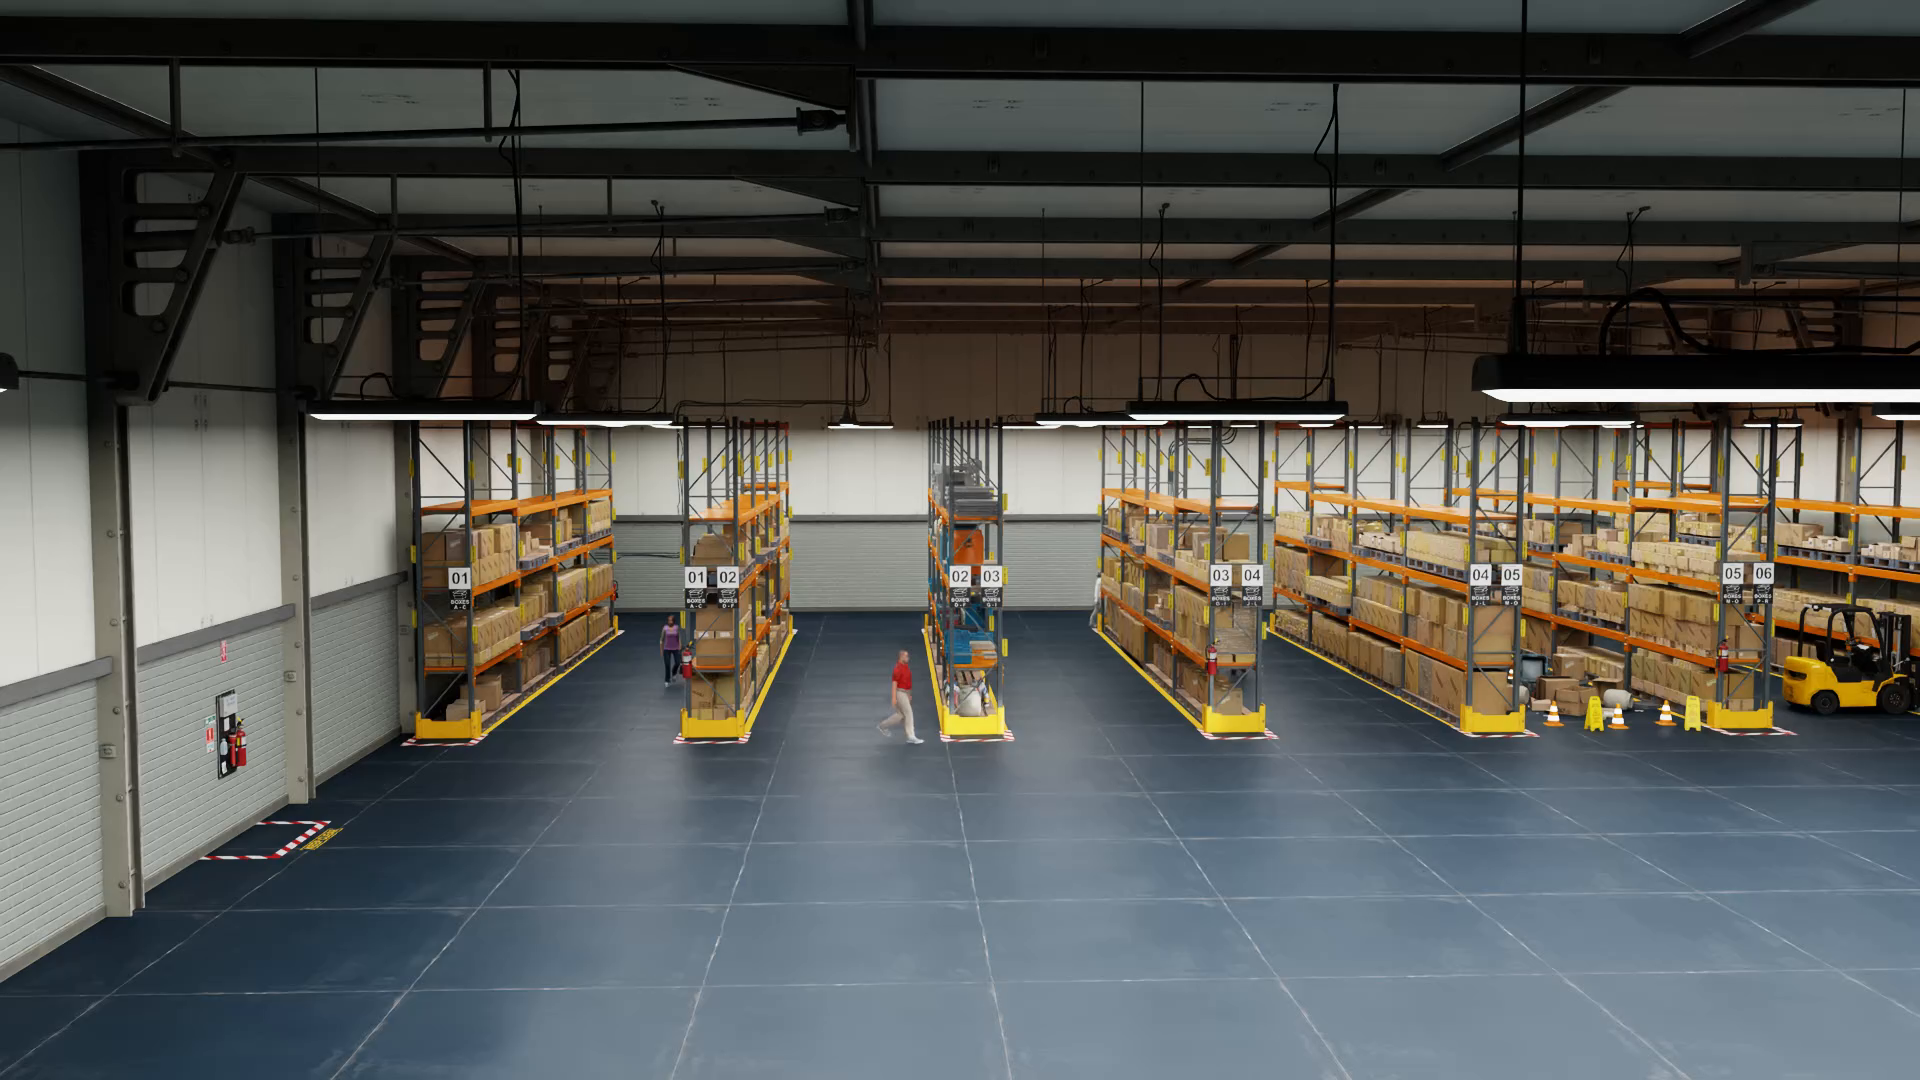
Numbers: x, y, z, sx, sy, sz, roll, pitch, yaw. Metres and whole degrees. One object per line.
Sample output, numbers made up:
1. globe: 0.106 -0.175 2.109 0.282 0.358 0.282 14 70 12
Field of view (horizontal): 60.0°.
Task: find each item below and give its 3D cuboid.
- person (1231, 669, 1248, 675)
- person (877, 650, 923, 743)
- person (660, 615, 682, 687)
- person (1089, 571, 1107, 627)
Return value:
1. person: 6.492 2.356 39.065 0.524 1.646 0.474 0 4 3
2. person: -1.105 2.869 30.684 0.958 1.683 0.571 1 4 14
3. person: -6.504 2.482 37.402 0.485 1.604 0.540 -1 4 -14
4. person: 4.100 1.735 48.742 0.636 1.700 0.593 0 4 0
